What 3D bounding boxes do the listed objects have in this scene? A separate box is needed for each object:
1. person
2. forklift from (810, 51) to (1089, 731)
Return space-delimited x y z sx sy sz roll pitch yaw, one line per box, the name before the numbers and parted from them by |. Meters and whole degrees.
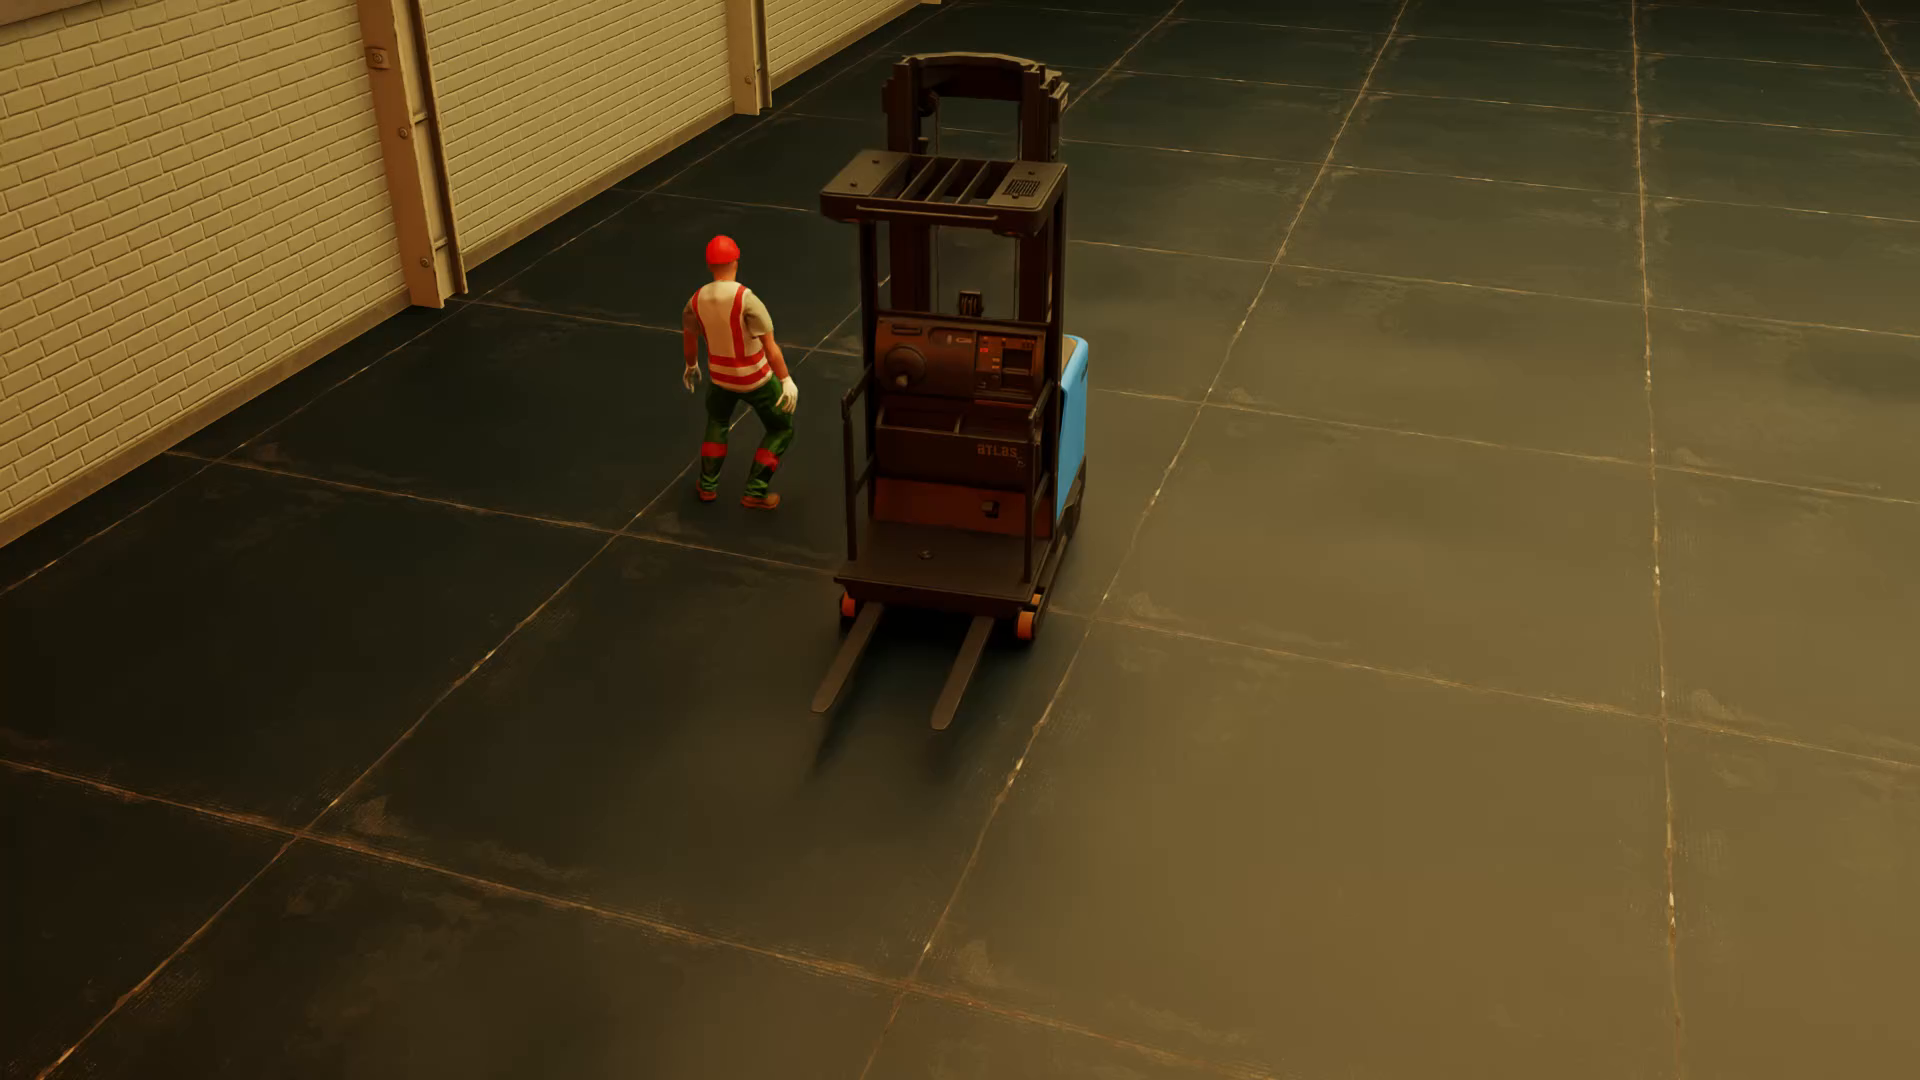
person | -1.336 -0.980 10.084 0.911 1.701 0.484 16 33 26
forklift | -0.051 -0.928 8.764 1.130 2.935 3.031 7 30 12
